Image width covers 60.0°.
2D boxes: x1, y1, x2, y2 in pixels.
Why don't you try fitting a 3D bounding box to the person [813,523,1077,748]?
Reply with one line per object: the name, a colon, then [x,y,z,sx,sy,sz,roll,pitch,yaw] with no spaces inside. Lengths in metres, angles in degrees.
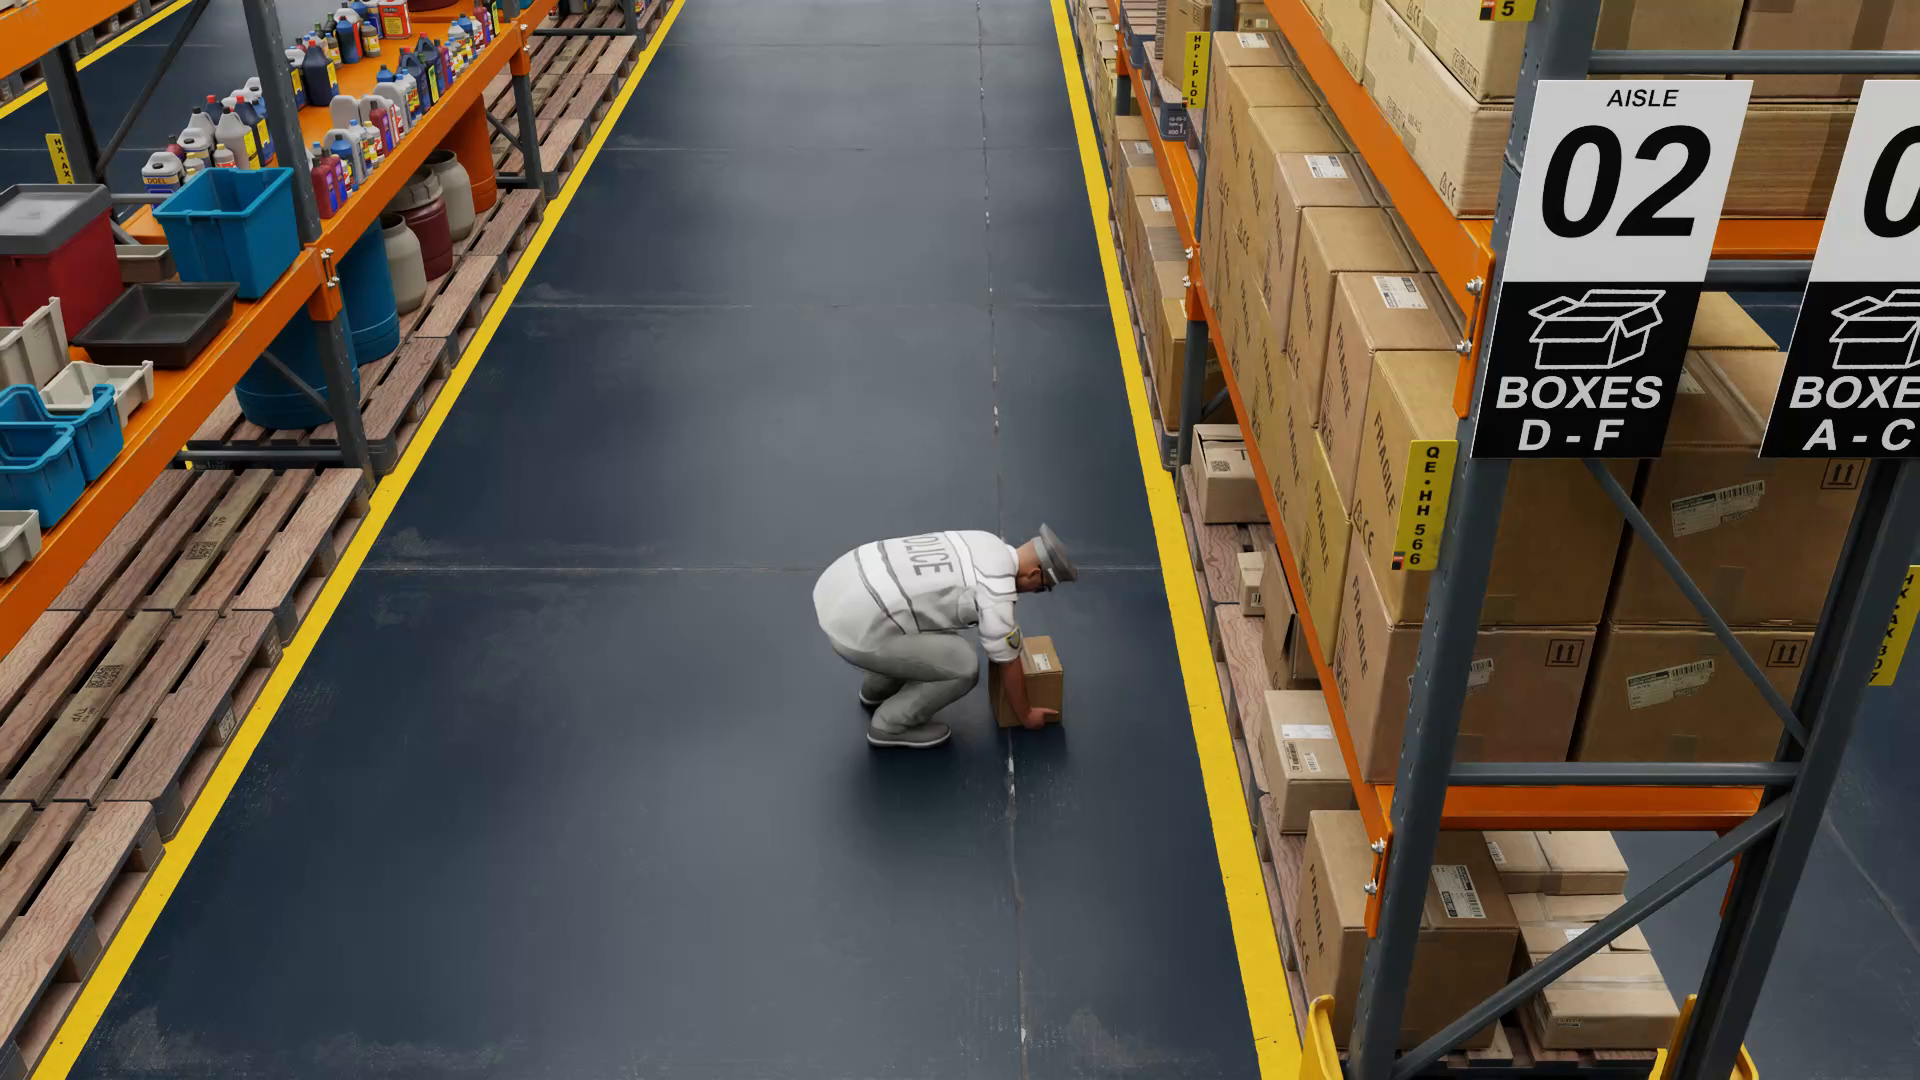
person: [-0.045,0.362,6.473,1.029,0.816,0.529,-6,32,-10]
